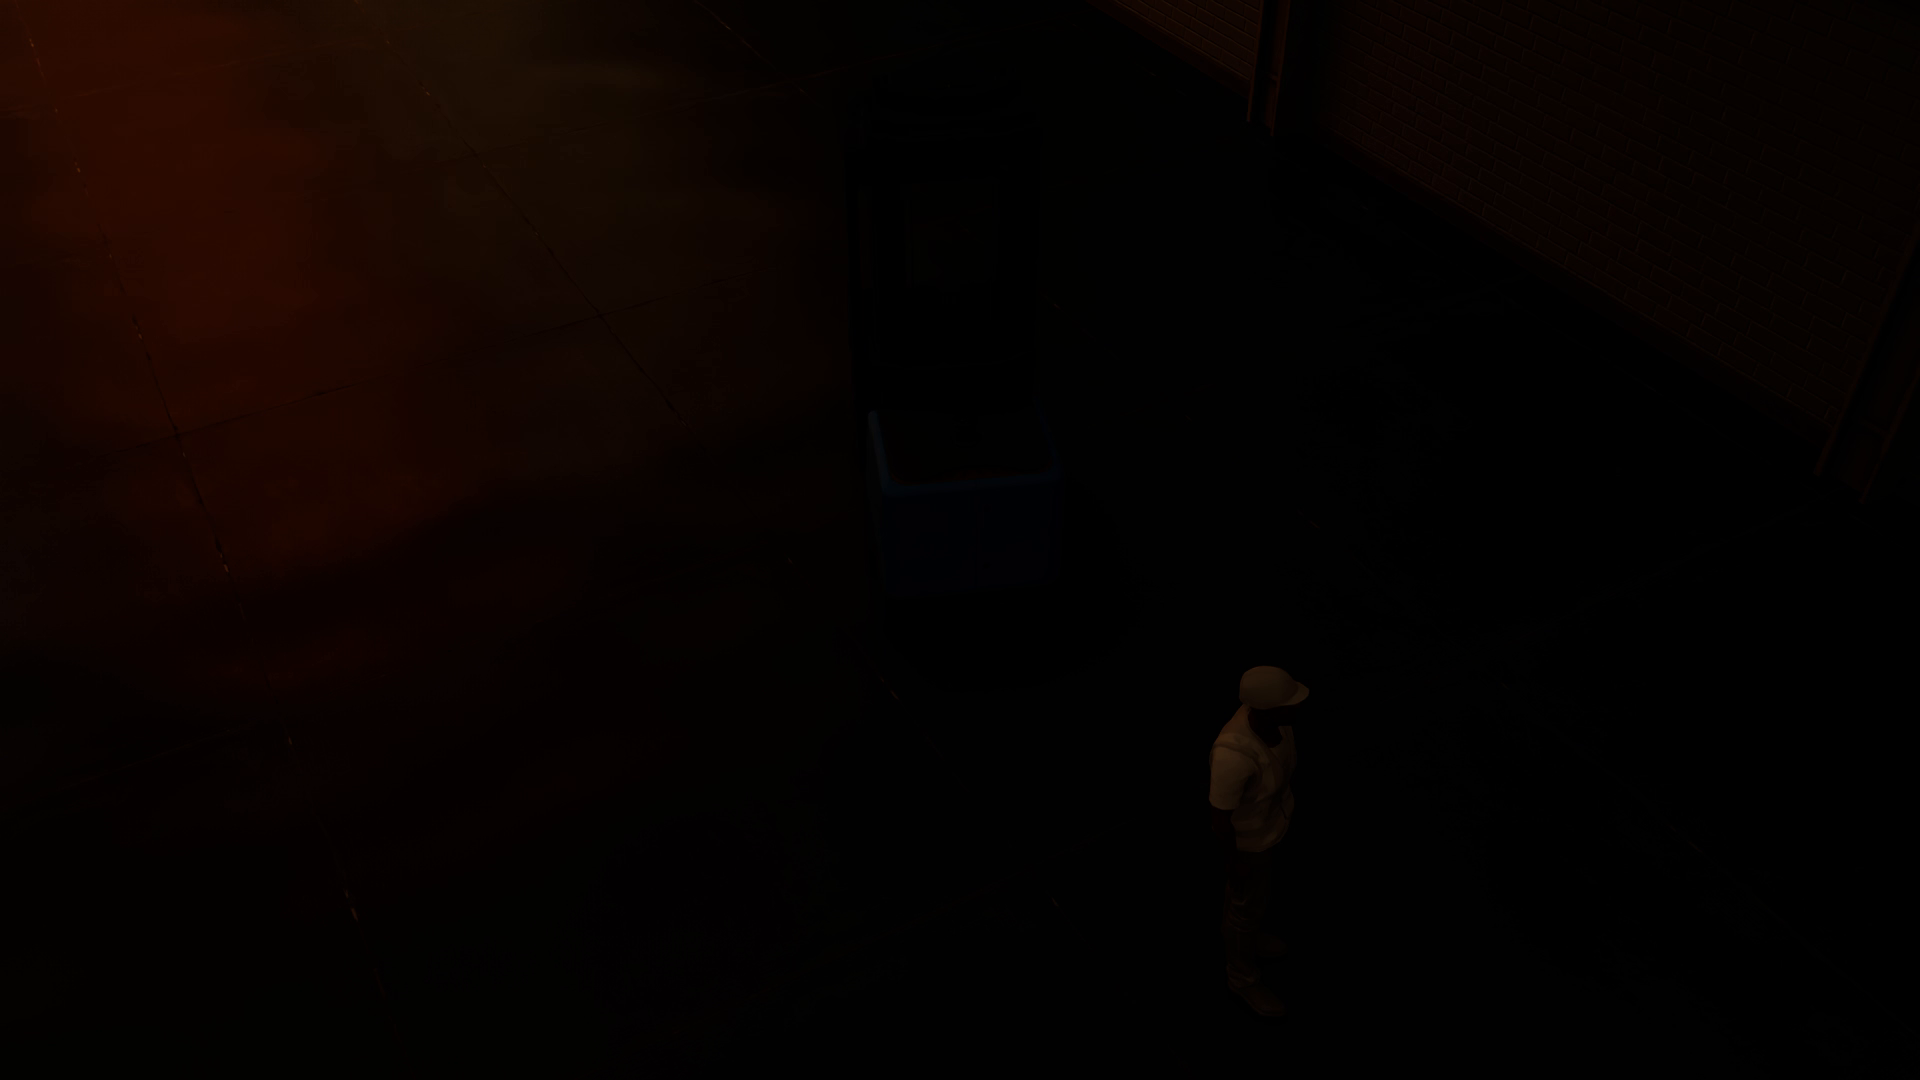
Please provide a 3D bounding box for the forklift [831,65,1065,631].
[{"bbox_3d":[-0.137,-1.547,9.901,1.130,2.935,3.031,-6,40,-7],"label":"forklift"}]

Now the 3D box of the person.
[{"bbox_3d":[1.378,1.283,7.391,0.572,1.767,0.669,20,44,22],"label":"person"}]
